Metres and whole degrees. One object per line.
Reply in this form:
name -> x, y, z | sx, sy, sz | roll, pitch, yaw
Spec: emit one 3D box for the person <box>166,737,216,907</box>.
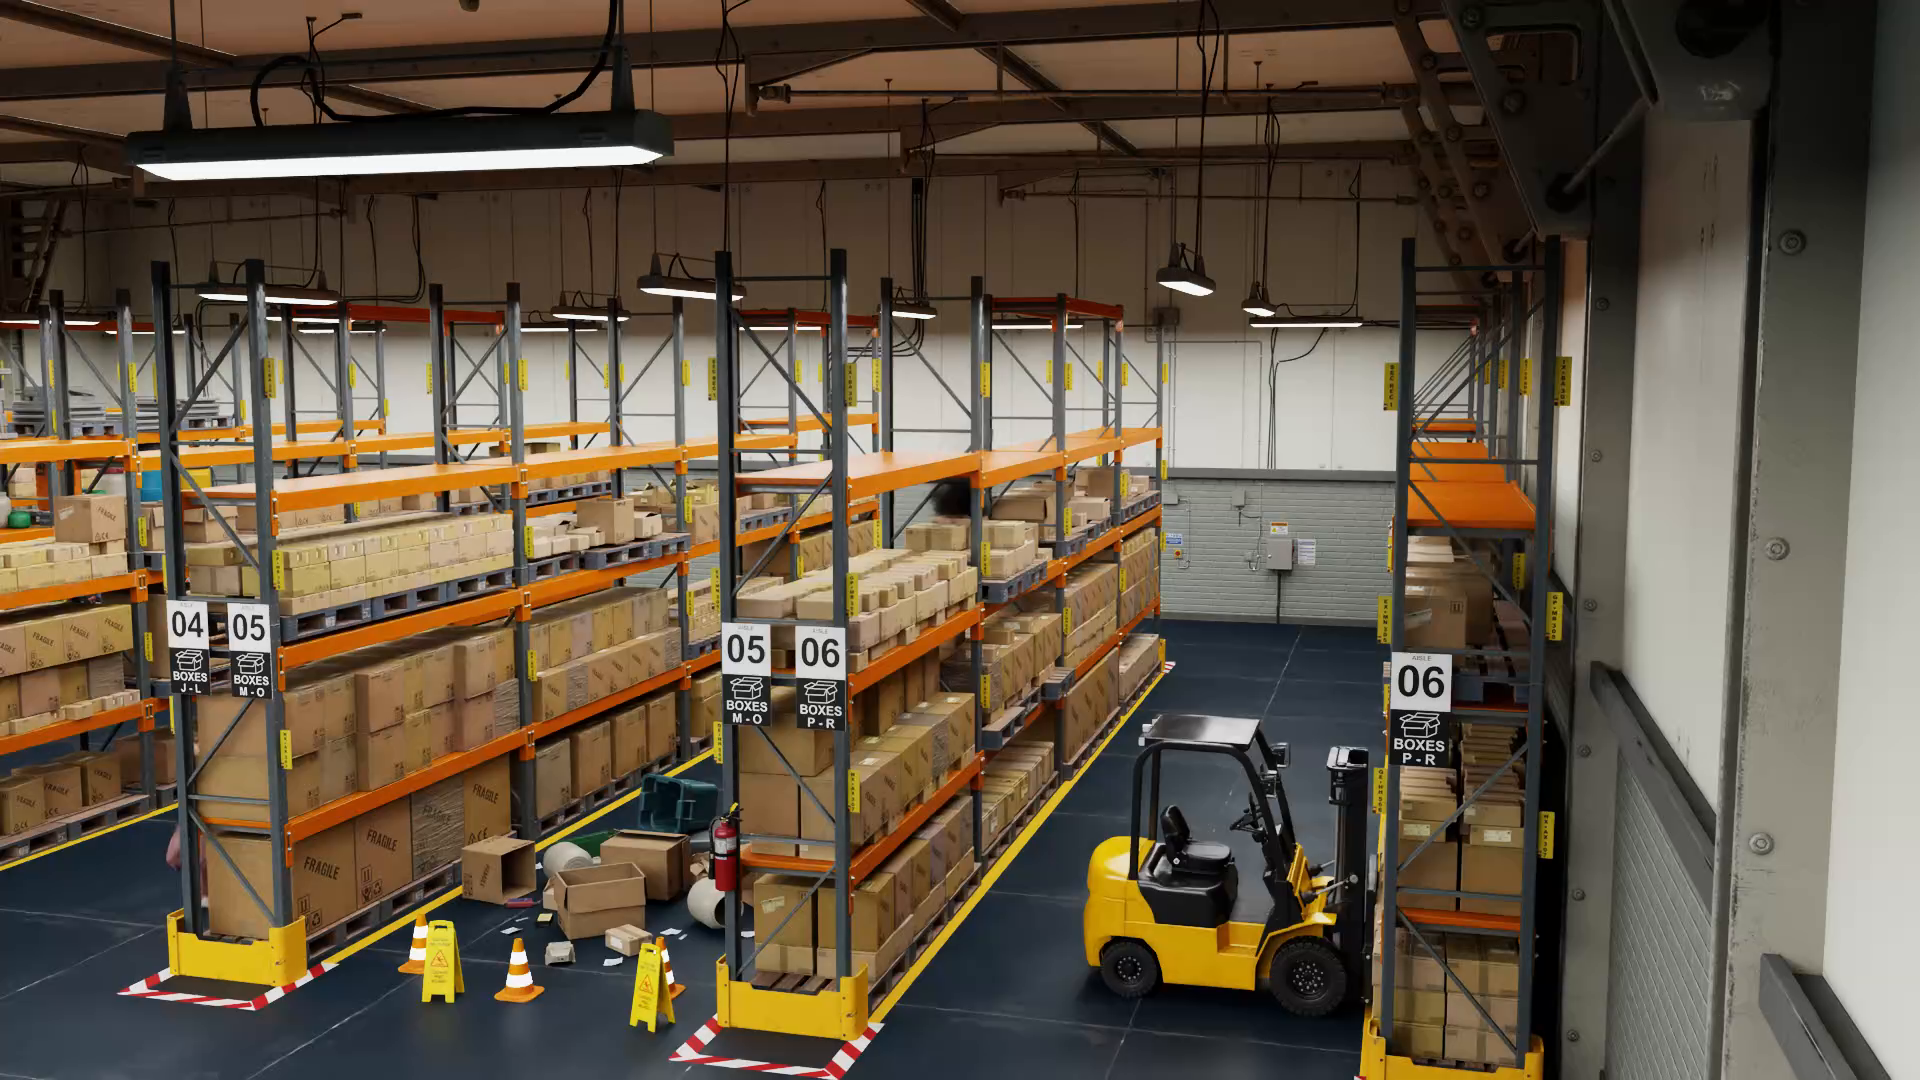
person -> -7.235, 2.684, 15.783 | 0.624, 1.638, 0.514 | 2, 6, 16
